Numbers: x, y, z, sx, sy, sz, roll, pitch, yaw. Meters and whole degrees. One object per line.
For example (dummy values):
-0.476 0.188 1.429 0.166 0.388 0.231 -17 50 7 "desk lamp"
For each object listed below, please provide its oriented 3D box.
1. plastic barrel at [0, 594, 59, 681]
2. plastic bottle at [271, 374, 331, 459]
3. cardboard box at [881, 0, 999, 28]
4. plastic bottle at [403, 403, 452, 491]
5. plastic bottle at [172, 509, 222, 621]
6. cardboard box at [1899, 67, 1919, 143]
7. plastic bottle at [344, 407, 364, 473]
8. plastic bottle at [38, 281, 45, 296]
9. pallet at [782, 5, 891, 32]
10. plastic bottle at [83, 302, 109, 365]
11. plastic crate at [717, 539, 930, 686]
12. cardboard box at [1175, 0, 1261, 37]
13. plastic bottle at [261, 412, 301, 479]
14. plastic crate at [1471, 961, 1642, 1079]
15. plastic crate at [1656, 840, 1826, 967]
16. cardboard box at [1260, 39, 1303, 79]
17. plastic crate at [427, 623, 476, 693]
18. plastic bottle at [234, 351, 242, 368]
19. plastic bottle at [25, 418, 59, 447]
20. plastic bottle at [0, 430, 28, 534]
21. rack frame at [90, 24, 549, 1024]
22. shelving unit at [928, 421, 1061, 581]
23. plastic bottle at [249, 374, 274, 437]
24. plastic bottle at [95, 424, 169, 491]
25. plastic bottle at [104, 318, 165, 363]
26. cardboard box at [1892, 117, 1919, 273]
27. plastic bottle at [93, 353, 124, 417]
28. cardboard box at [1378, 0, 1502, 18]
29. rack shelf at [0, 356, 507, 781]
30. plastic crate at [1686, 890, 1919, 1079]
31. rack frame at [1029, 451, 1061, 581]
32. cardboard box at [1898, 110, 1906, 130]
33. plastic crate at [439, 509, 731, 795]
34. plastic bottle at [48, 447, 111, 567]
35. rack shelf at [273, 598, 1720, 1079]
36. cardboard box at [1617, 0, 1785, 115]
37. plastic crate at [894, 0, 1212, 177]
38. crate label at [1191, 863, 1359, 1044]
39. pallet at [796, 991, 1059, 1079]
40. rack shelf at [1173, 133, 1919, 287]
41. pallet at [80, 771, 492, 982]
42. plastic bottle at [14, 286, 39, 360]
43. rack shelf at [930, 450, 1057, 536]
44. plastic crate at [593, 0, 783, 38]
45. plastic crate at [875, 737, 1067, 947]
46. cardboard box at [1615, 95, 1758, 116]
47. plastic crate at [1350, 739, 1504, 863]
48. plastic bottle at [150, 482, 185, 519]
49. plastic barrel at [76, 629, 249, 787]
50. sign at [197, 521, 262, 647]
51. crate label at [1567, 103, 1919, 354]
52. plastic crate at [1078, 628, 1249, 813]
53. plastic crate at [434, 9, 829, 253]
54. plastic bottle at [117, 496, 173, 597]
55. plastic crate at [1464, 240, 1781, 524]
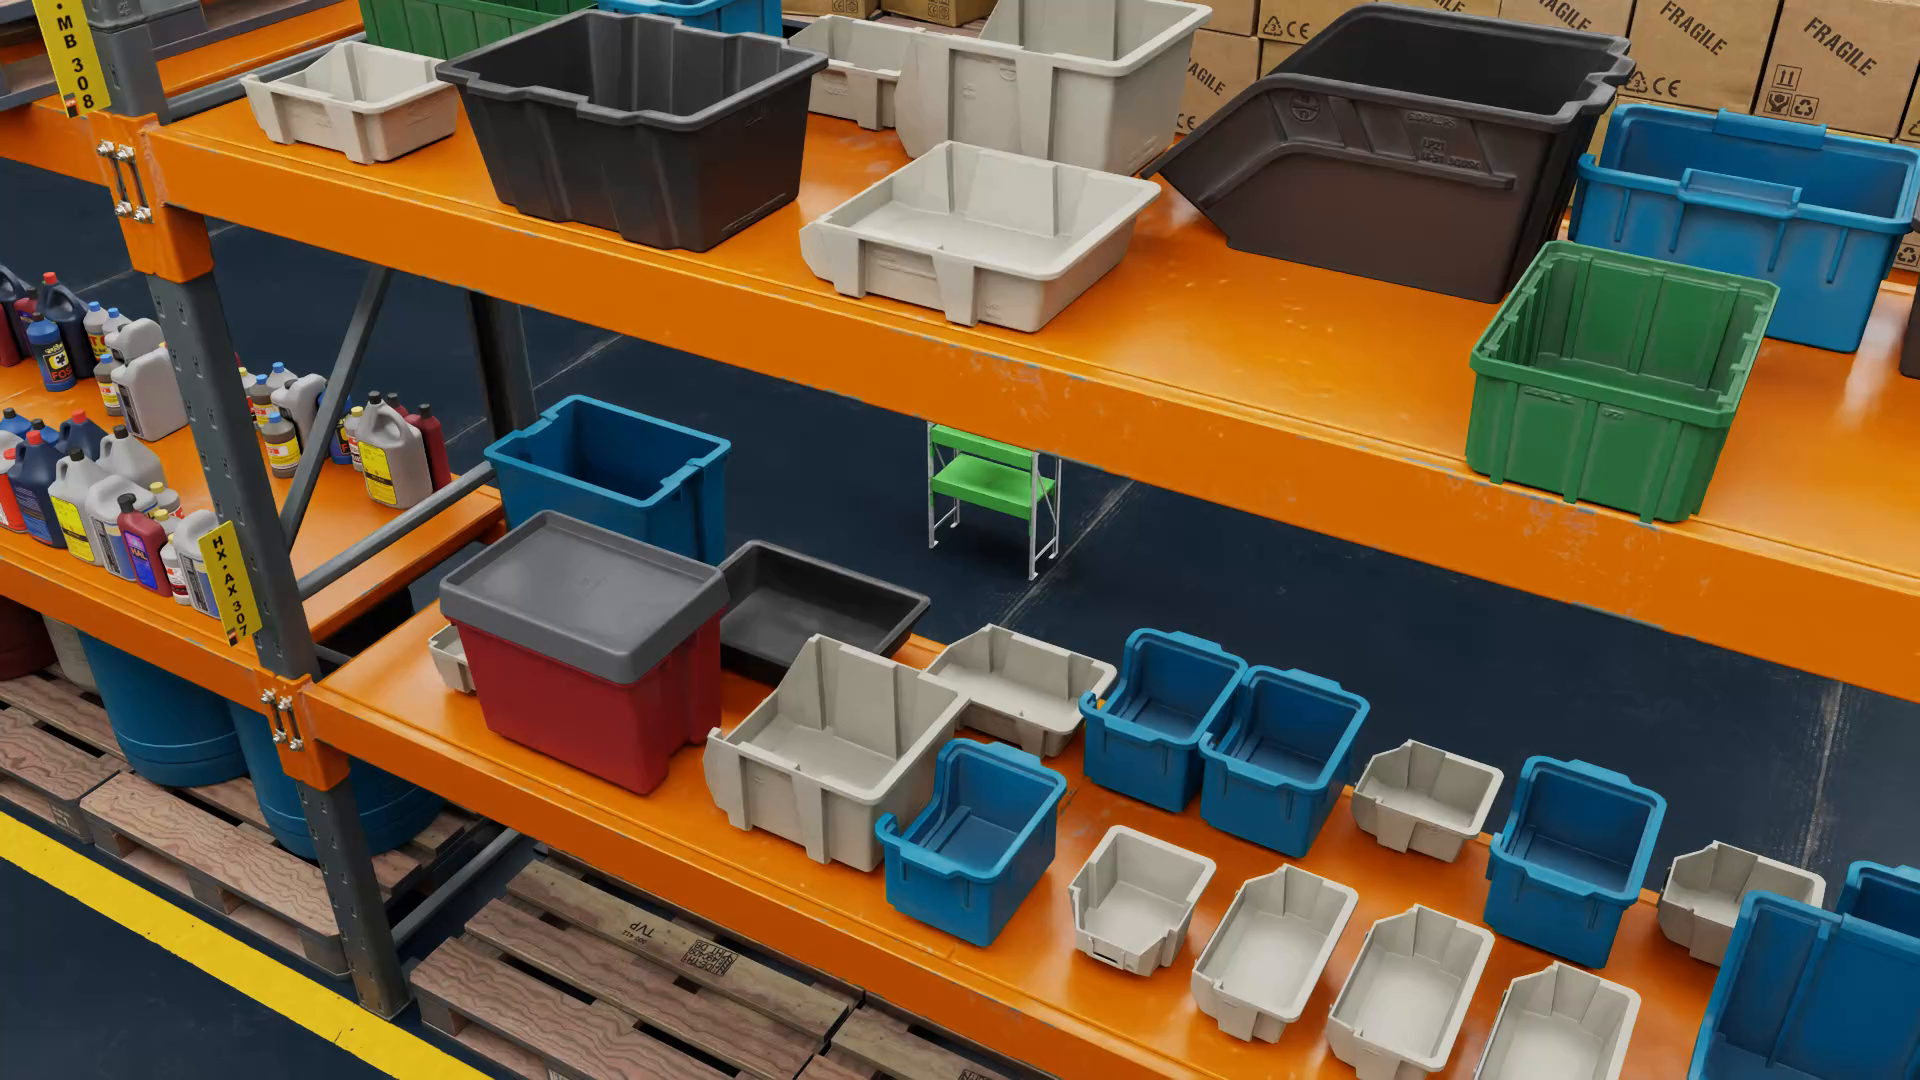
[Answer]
-3.595 0.128 6.149 0.708 0.588 0.600 18 37 24 "plastic barrel"
-2.066 -0.398 5.253 0.135 0.276 0.152 18 37 24 "plastic bottle"
-0.003 -3.034 8.630 0.500 0.500 0.700 24 41 32 "cardboard box"
-1.642 -0.296 5.093 0.133 0.283 0.061 18 37 24 "plastic bottle"
-2.038 0.061 4.565 0.135 0.276 0.152 18 37 24 "plastic bottle"
3.875 -1.769 6.207 0.500 0.500 0.500 17 37 24 "cardboard box"
-1.867 -0.321 5.205 0.097 0.201 0.097 0 34 0 "plastic bottle"
-3.177 -0.782 5.823 0.133 0.283 0.061 18 37 24 "plastic bottle"
-0.857 -2.908 9.084 1.213 0.211 1.003 18 37 24 "pallet"
-2.925 -0.686 5.689 0.097 0.271 0.097 0 34 0 "plastic bottle"
-0.430 0.230 4.393 0.590 0.125 0.437 18 37 24 "plastic crate"
1.195 -2.614 7.476 0.500 0.500 0.500 19 38 26 "cardboard box"
-2.112 -0.302 5.176 0.097 0.201 0.097 0 34 0 "plastic bottle"
1.139 1.010 3.211 0.243 0.136 0.396 18 37 24 "plastic crate"
1.649 0.792 3.538 0.298 0.136 0.250 18 37 24 "plastic crate"
1.679 -2.052 7.535 0.500 0.500 0.500 18 38 25 "cardboard box"
-1.202 0.243 4.362 0.243 0.136 0.396 18 37 24 "plastic crate"
-2.413 -0.540 5.460 0.133 0.283 0.061 18 37 24 "plastic bottle"
-2.747 -0.242 5.023 0.097 0.271 0.097 0 34 0 "plastic bottle"
-2.793 -0.179 4.924 0.135 0.276 0.152 18 37 24 "plastic bottle"
-1.536 -0.038 4.601 0.127 3.000 1.000 18 37 24 "rack frame"
0.144 -0.454 6.849 0.503 1.200 0.258 18 37 24 "shelving unit"
-2.238 -0.439 5.382 0.097 0.201 0.097 0 34 0 "plastic bottle"
-2.424 -0.182 4.862 0.185 0.351 0.144 18 37 24 "plastic bottle"
-2.754 -0.616 5.580 0.135 0.276 0.152 18 37 24 "plastic bottle"
3.874 -1.355 6.488 0.500 0.500 0.500 19 38 26 "cardboard box"
-2.799 -0.519 5.503 0.097 0.201 0.097 0 34 0 "plastic bottle"
2.089 -2.330 7.051 0.500 0.500 0.500 16 37 23 "cardboard box"
-3.272 -0.289 5.626 4.000 0.370 1.077 18 37 24 "rack shelf"
1.554 1.020 2.926 0.499 0.435 0.616 18 37 24 "plastic crate"
0.356 -0.387 6.748 0.015 1.200 0.240 18 37 24 "rack frame"
4.144 -1.611 6.873 0.500 0.500 0.500 18 38 25 "cardboard box"
-0.885 0.276 4.017 0.583 0.464 0.402 18 37 24 "plastic crate"
-2.496 -0.113 4.758 0.185 0.351 0.144 18 37 24 "plastic bottle"
0.201 0.811 3.974 4.000 0.370 1.077 18 37 24 "rack shelf"
2.984 -2.047 6.626 0.500 0.500 0.500 19 38 26 "cardboard box"
0.166 -0.895 3.289 0.530 0.282 0.437 18 37 24 "plastic crate"
0.641 0.858 3.439 0.243 0.136 0.396 18 37 24 "crate label"
0.185 1.641 4.595 1.213 0.211 1.003 18 37 24 "pallet"
2.662 -1.571 7.552 4.000 0.370 1.077 18 37 24 "rack shelf"
-2.185 0.890 5.723 1.213 0.211 1.003 18 37 24 "pallet"
-3.207 -0.753 5.779 0.133 0.283 0.061 18 37 24 "plastic bottle"
0.144 -0.201 7.018 0.480 0.148 0.258 18 37 24 "rack shelf"
-0.587 -1.120 3.671 0.300 0.233 0.416 18 37 24 "plastic crate"
0.027 0.665 3.642 0.300 0.233 0.416 18 37 24 "plastic crate"
2.992 -1.635 6.909 0.500 0.500 0.500 18 38 25 "cardboard box"
1.060 0.606 3.818 0.298 0.136 0.250 18 37 24 "plastic crate"
-2.310 -0.074 4.834 0.097 0.201 0.097 0 34 0 "plastic bottle"
-2.614 0.308 5.596 0.708 0.901 0.600 18 37 24 "plastic barrel"
-1.810 0.111 4.128 0.005 0.325 0.100 18 37 24 "sign"
1.297 -0.534 2.773 0.502 0.251 0.408 18 37 24 "crate label"
0.483 0.436 3.986 0.300 0.233 0.416 18 37 24 "plastic crate"
-0.593 -0.759 3.095 0.590 0.269 0.497 18 37 24 "plastic crate"
-2.262 0.016 4.625 0.133 0.283 0.061 18 37 24 "plastic bottle"
0.939 -0.232 2.377 0.336 0.188 0.450 18 37 24 "plastic crate"
